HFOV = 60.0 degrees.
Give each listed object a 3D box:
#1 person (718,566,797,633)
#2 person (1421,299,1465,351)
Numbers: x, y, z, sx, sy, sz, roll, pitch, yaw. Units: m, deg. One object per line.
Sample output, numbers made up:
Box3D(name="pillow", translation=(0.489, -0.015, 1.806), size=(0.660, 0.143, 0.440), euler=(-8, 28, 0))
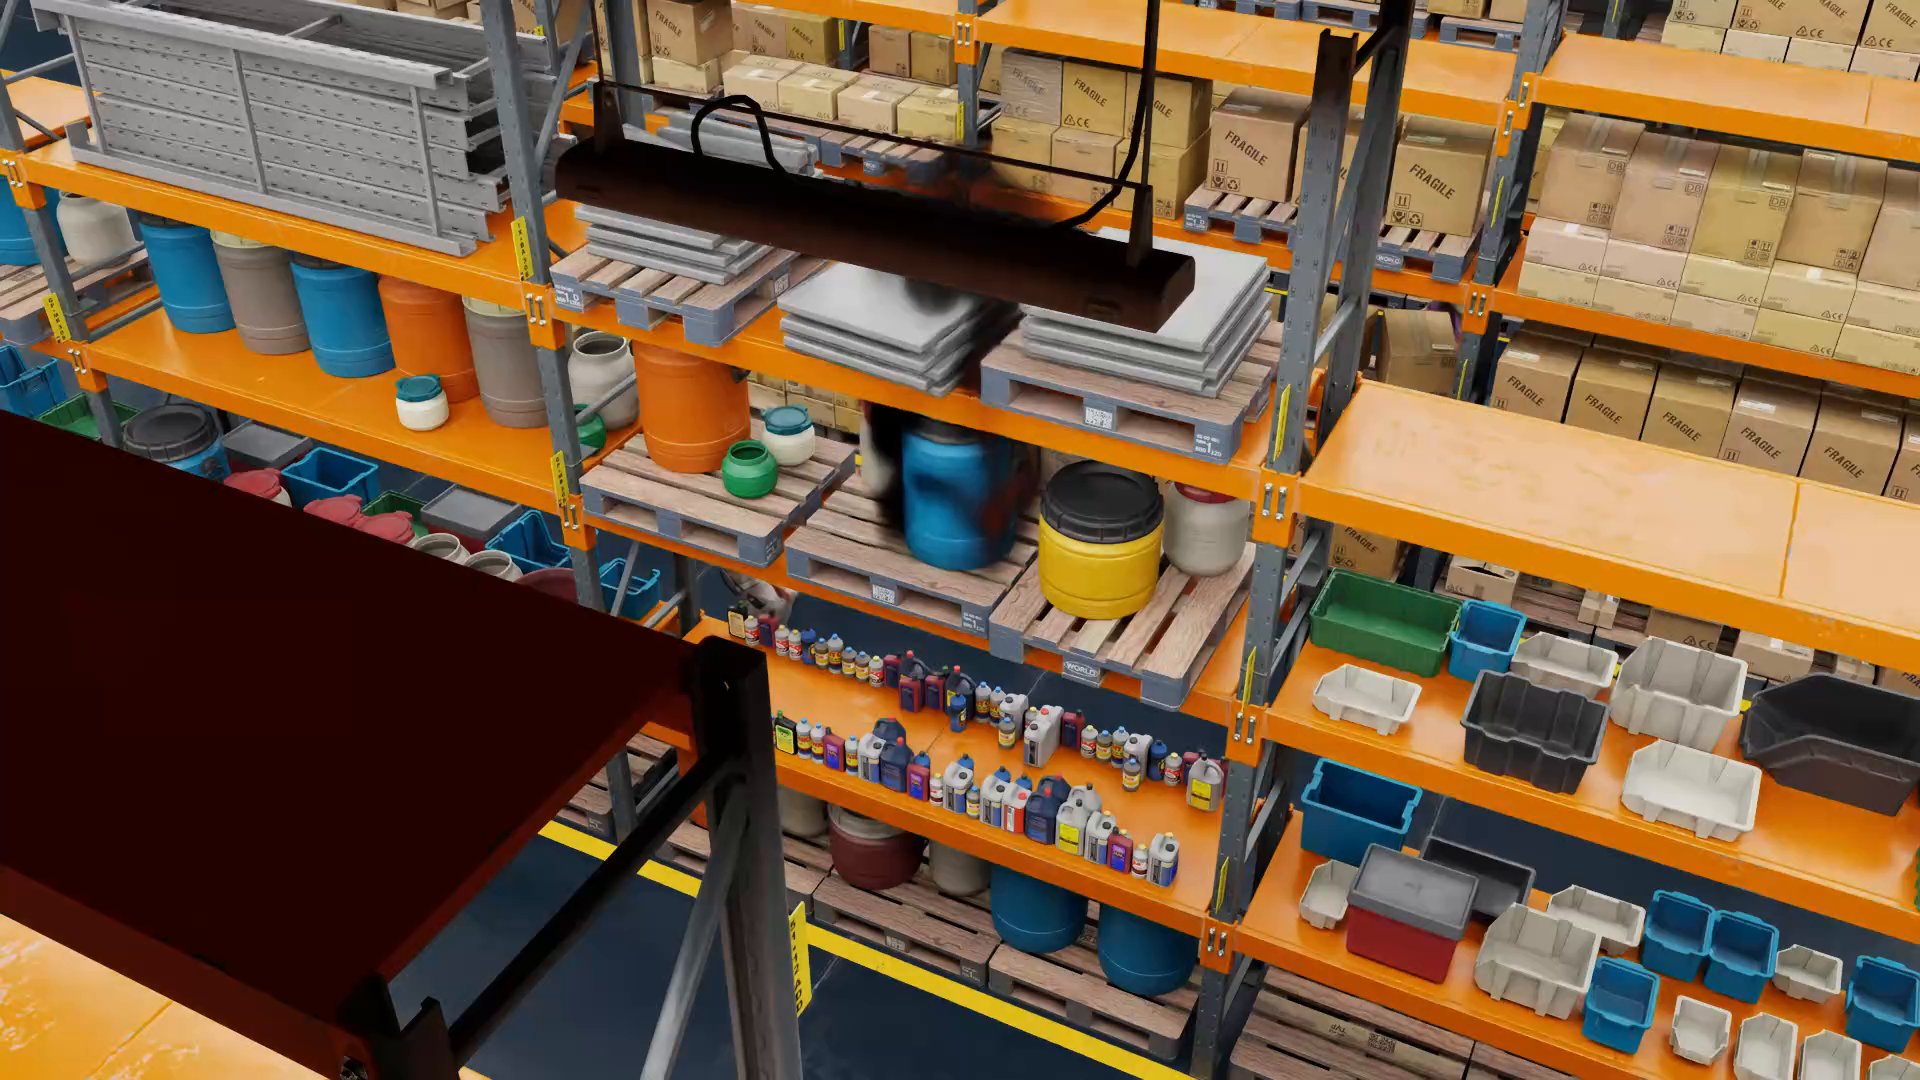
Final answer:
Box3D(name="person", translation=(-1.500, 0.390, 12.042), size=(1.026, 1.467, 0.658), euler=(8, 36, 11))
Box3D(name="person", translation=(4.412, -1.820, 15.153), size=(0.824, 1.494, 0.520), euler=(6, 36, 9))
